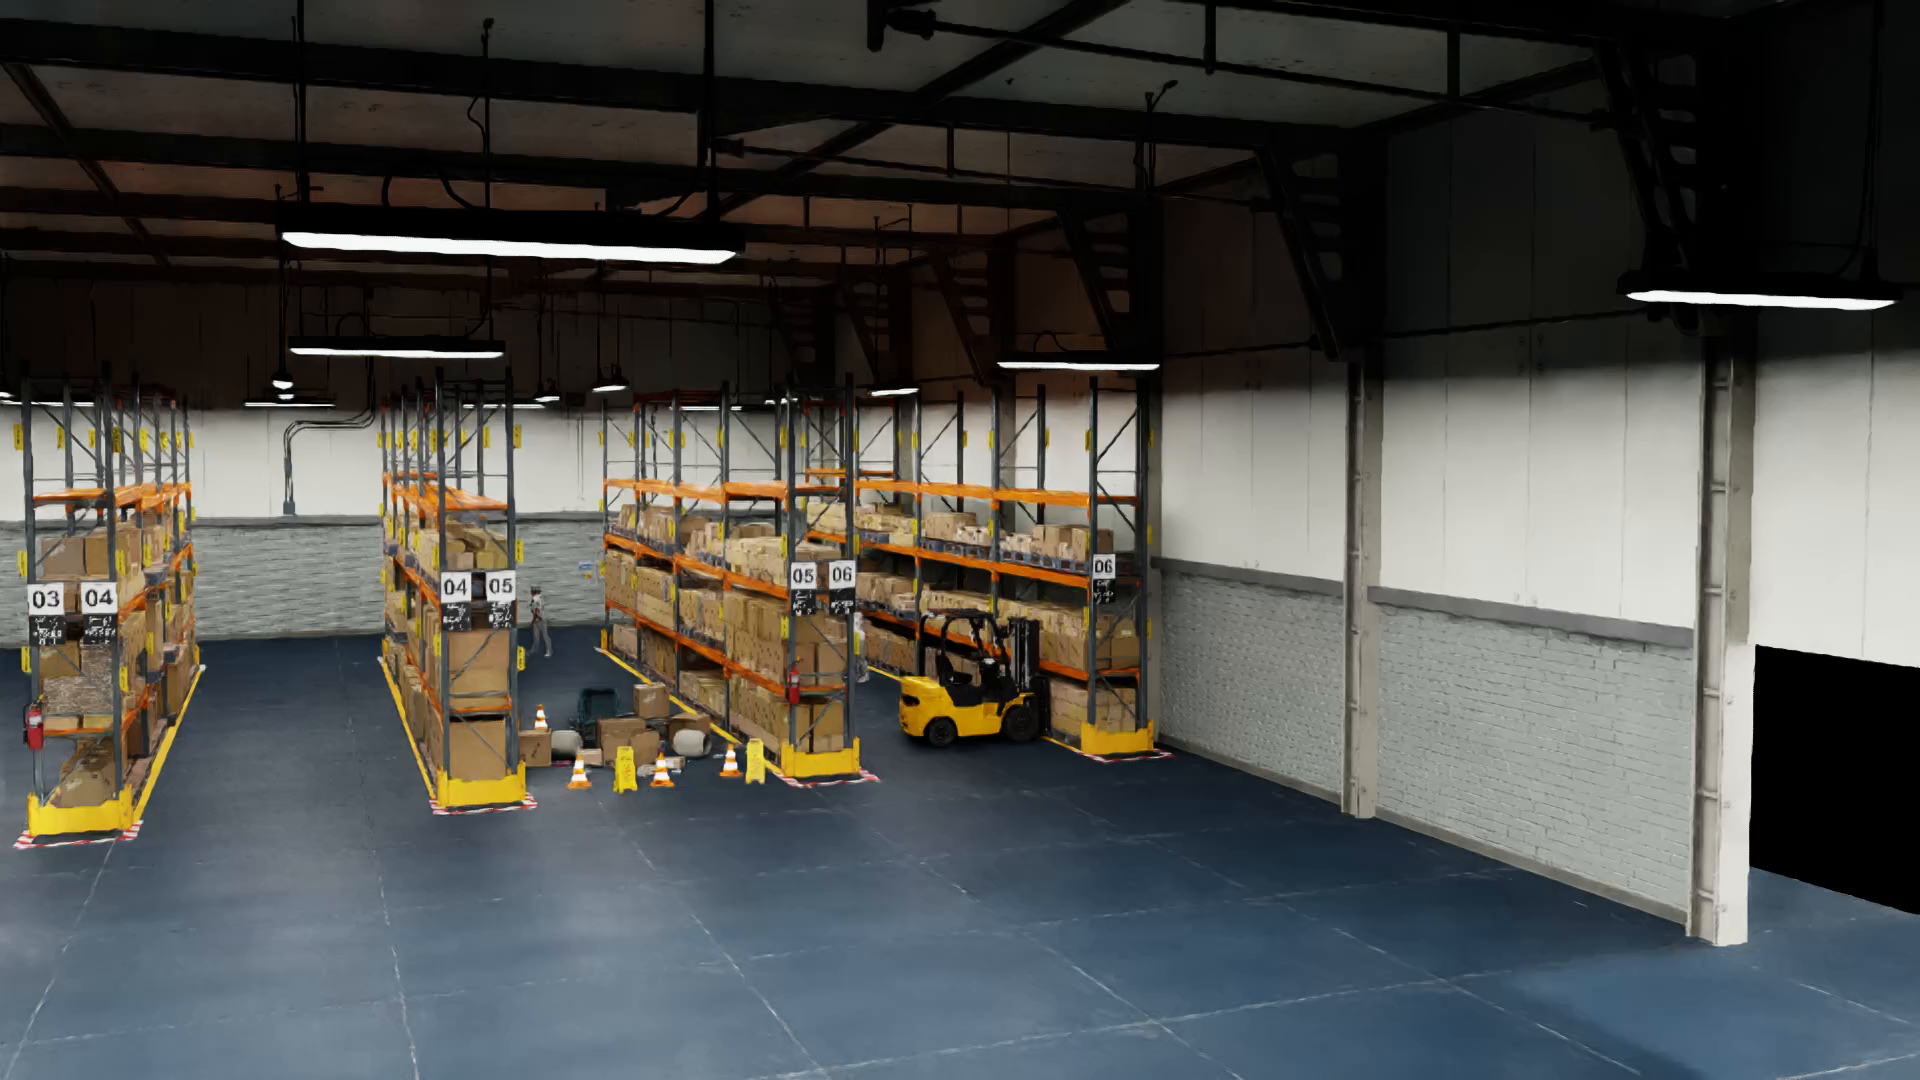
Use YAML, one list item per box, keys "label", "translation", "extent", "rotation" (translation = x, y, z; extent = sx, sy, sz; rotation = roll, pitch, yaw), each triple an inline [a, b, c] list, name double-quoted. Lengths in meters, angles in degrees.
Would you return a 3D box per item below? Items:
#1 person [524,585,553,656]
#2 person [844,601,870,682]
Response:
- label: "person"
  translation: [-9.744, 1.852, 38.407]
  extent: [0.619, 1.645, 0.545]
  rotation: [-2, 4, -24]
- label: "person"
  translation: [-2.145, 2.083, 34.428]
  extent: [0.552, 1.664, 0.573]
  rotation: [0, 3, 0]
